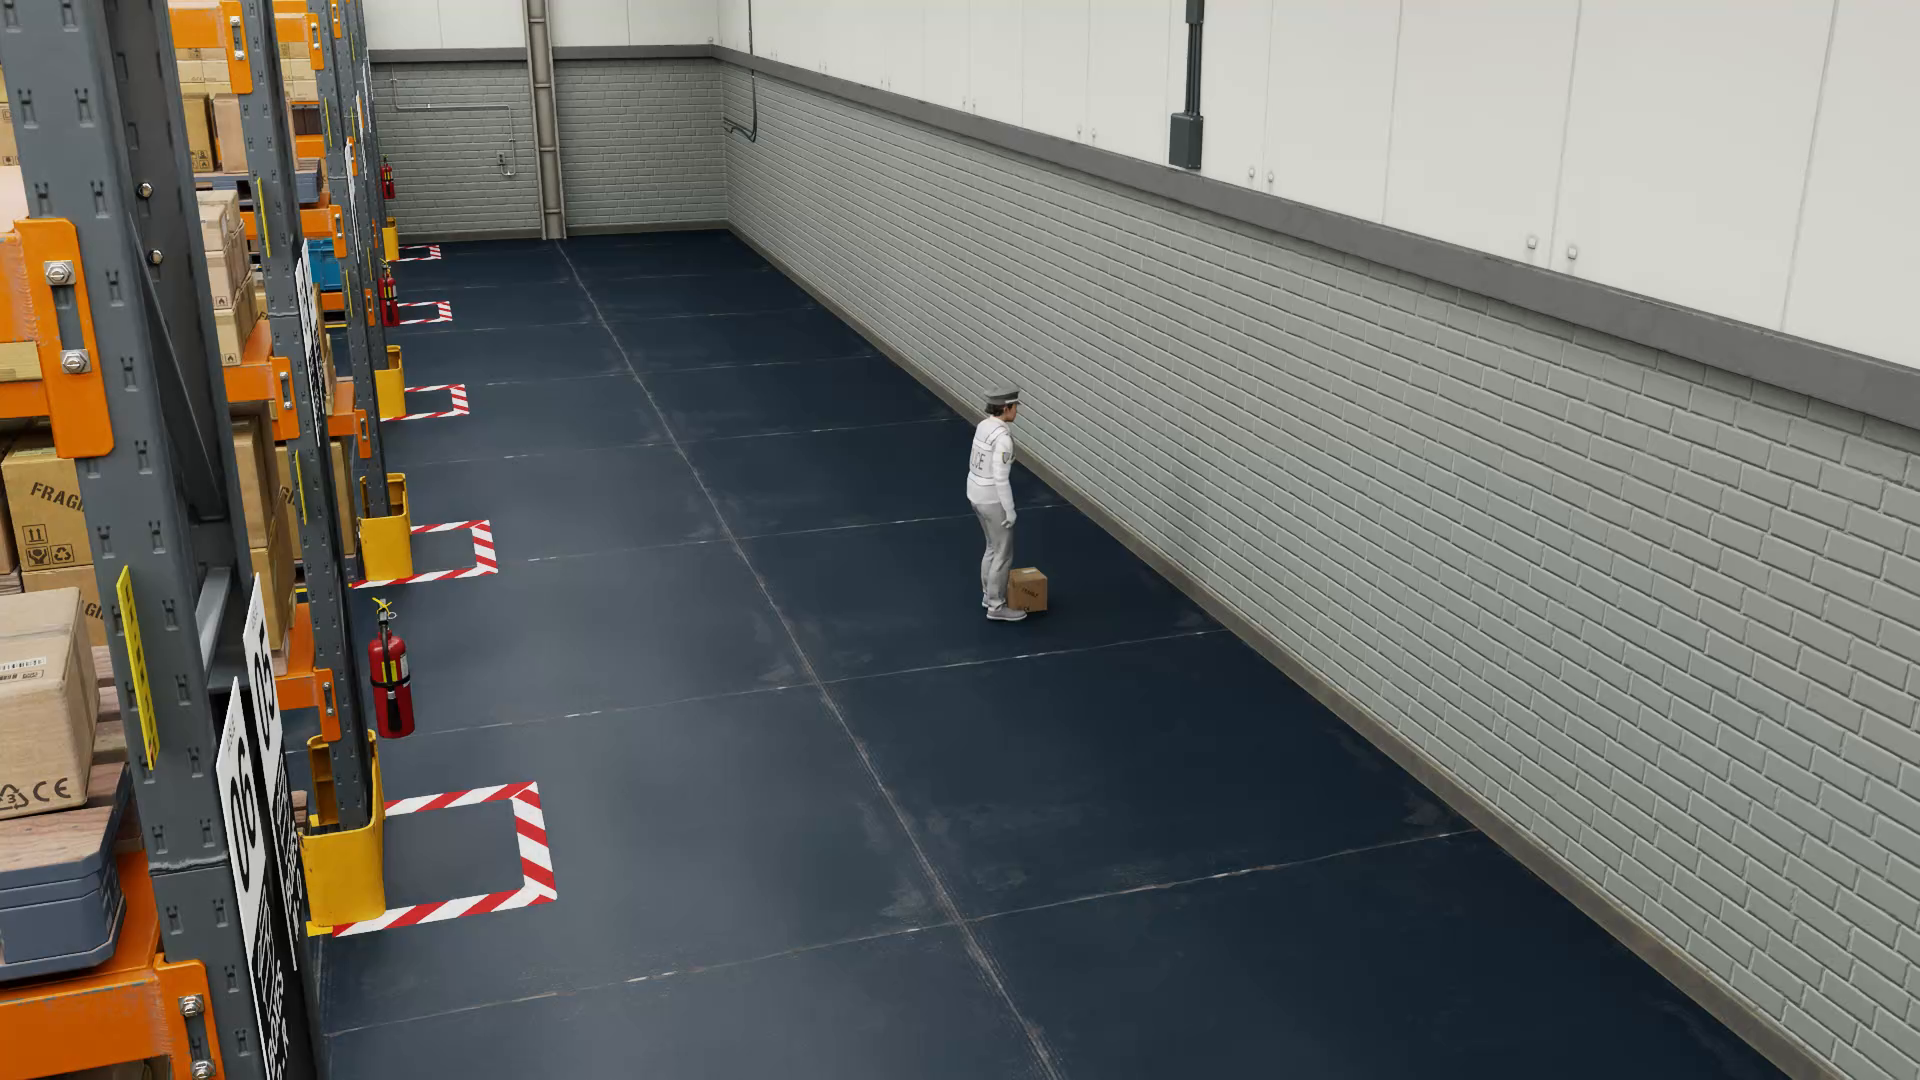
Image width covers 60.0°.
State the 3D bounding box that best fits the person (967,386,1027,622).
[{"bbox_3d":[0.267,-0.273,11.839,0.404,1.663,0.530,-6,20,-18],"label":"person"}]
